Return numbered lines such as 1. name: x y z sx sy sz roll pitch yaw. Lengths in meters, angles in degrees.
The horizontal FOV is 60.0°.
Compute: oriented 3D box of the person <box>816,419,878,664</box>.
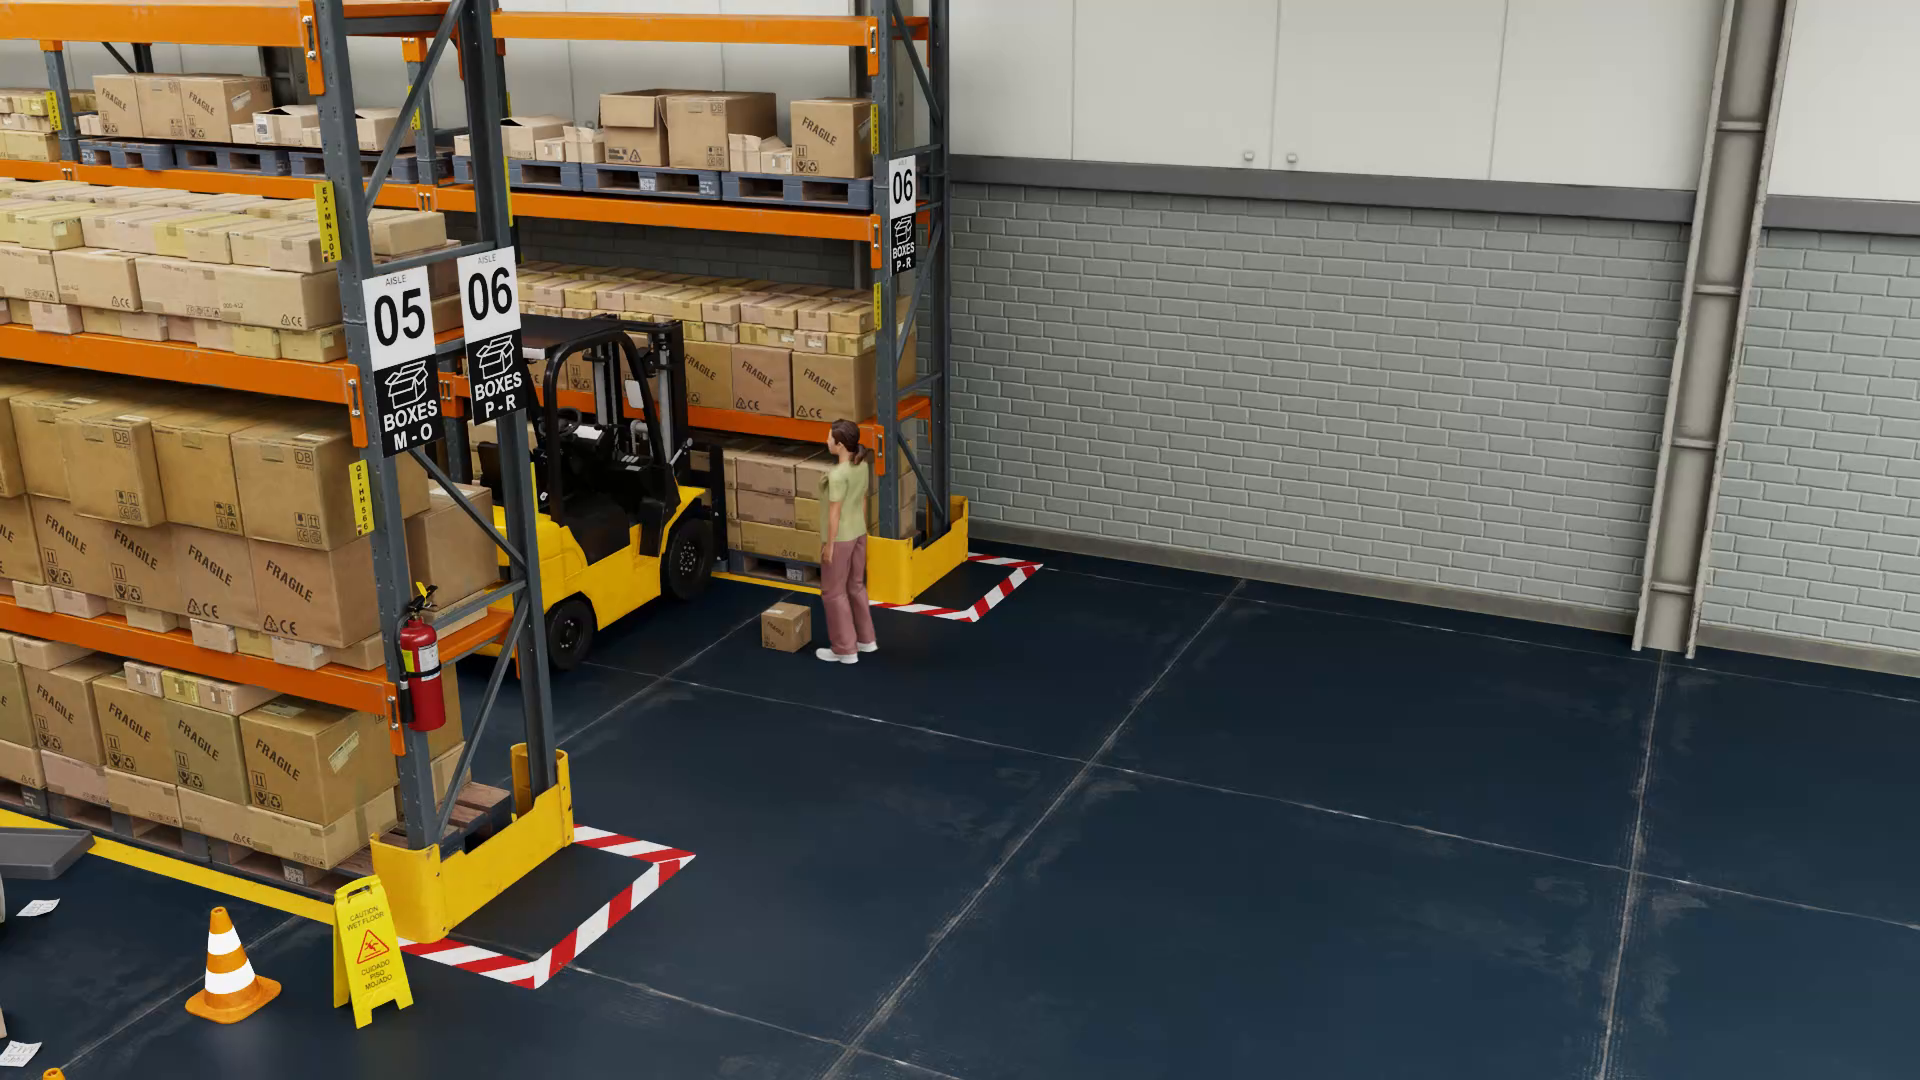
1. person: -0.769 0.018 11.070 0.369 1.693 0.440 9 21 24
